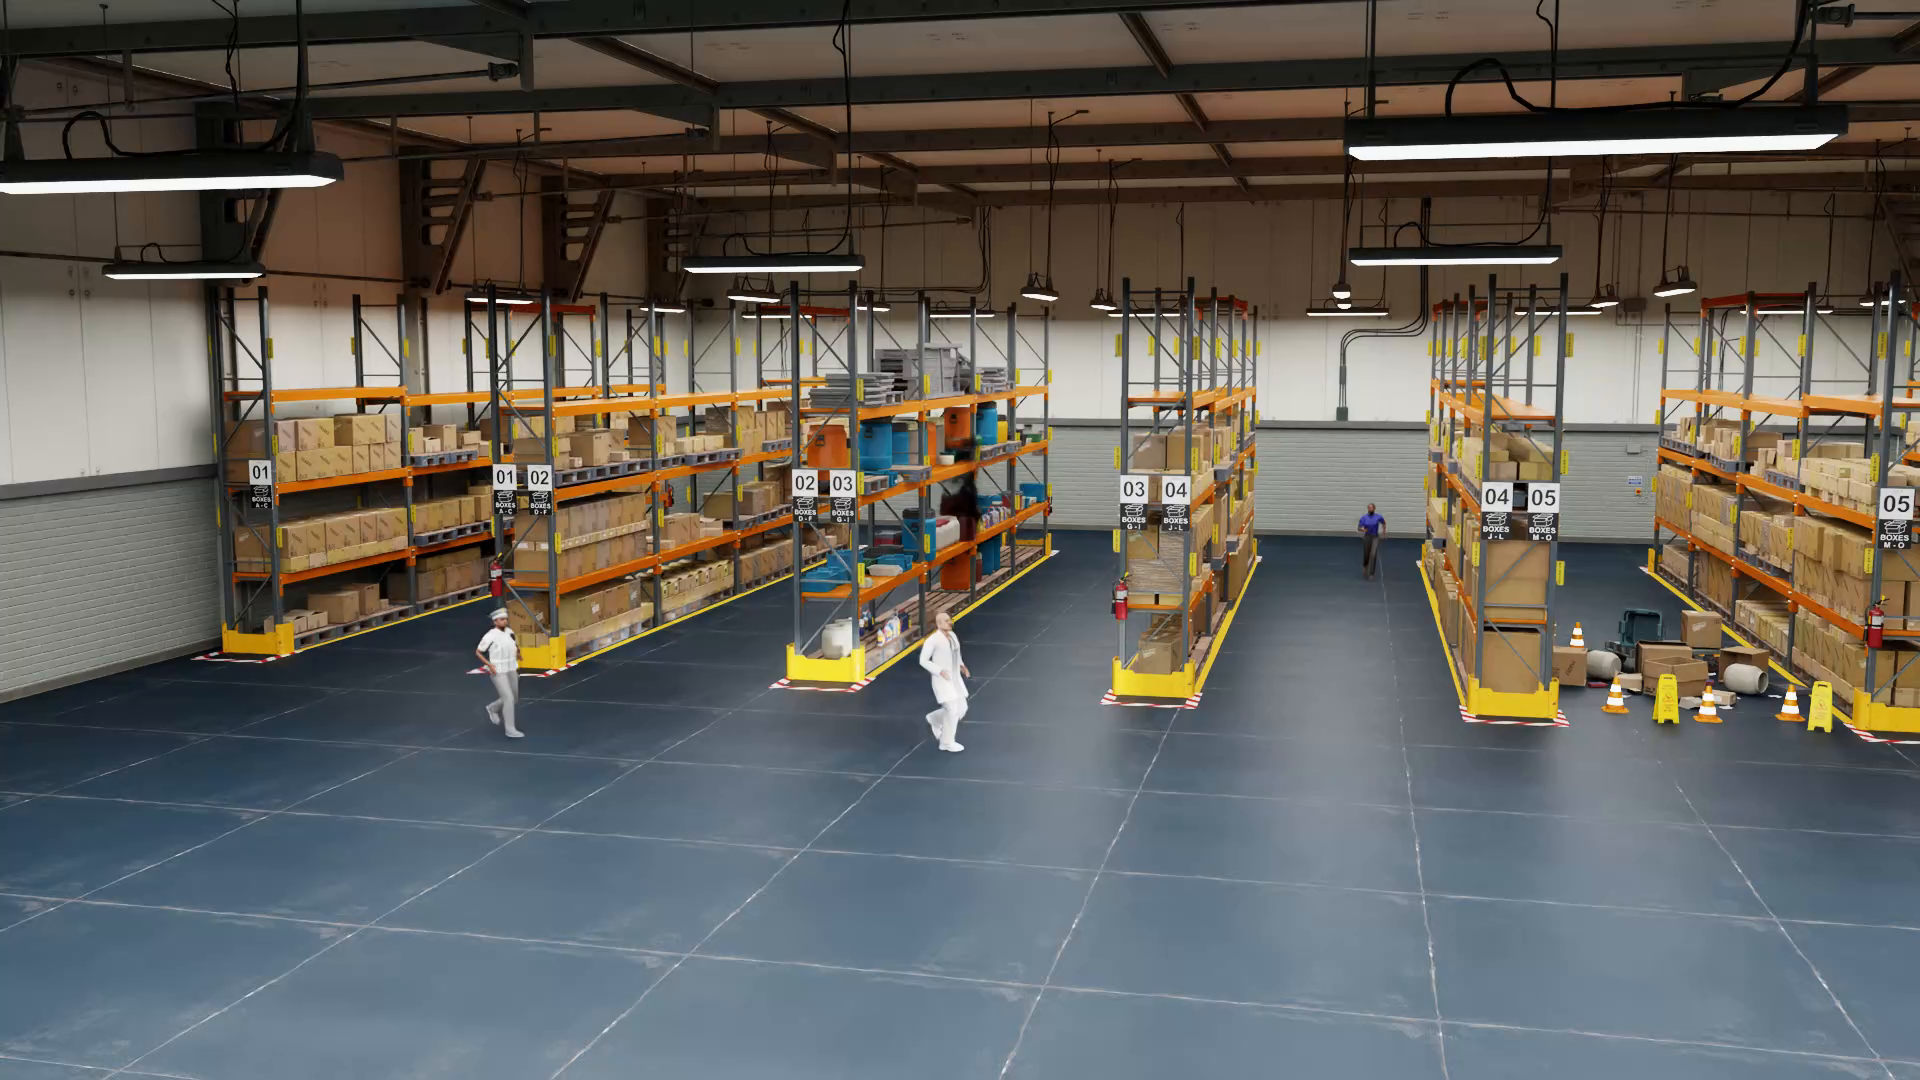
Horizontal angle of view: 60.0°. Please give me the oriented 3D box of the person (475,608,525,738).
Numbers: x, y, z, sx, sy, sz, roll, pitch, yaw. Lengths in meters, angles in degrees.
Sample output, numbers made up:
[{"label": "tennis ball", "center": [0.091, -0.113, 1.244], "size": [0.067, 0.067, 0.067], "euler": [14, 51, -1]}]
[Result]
[{"label": "person", "center": [-5.943, 1.702, 21.554], "size": [0.786, 1.666, 0.588], "euler": [5, 8, 35]}]

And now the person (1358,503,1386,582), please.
[{"label": "person", "center": [8.970, 0.042, 36.248], "size": [0.589, 1.647, 0.916], "euler": [2, 7, 17]}]

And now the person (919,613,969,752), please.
[{"label": "person", "center": [-0.208, 1.761, 20.777], "size": [0.656, 1.725, 0.708], "euler": [6, 9, 40]}]

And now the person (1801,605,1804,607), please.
[{"label": "person", "center": [16.176, 0.512, 31.682], "size": [0.696, 1.718, 0.605], "euler": [1, 7, 10]}]
